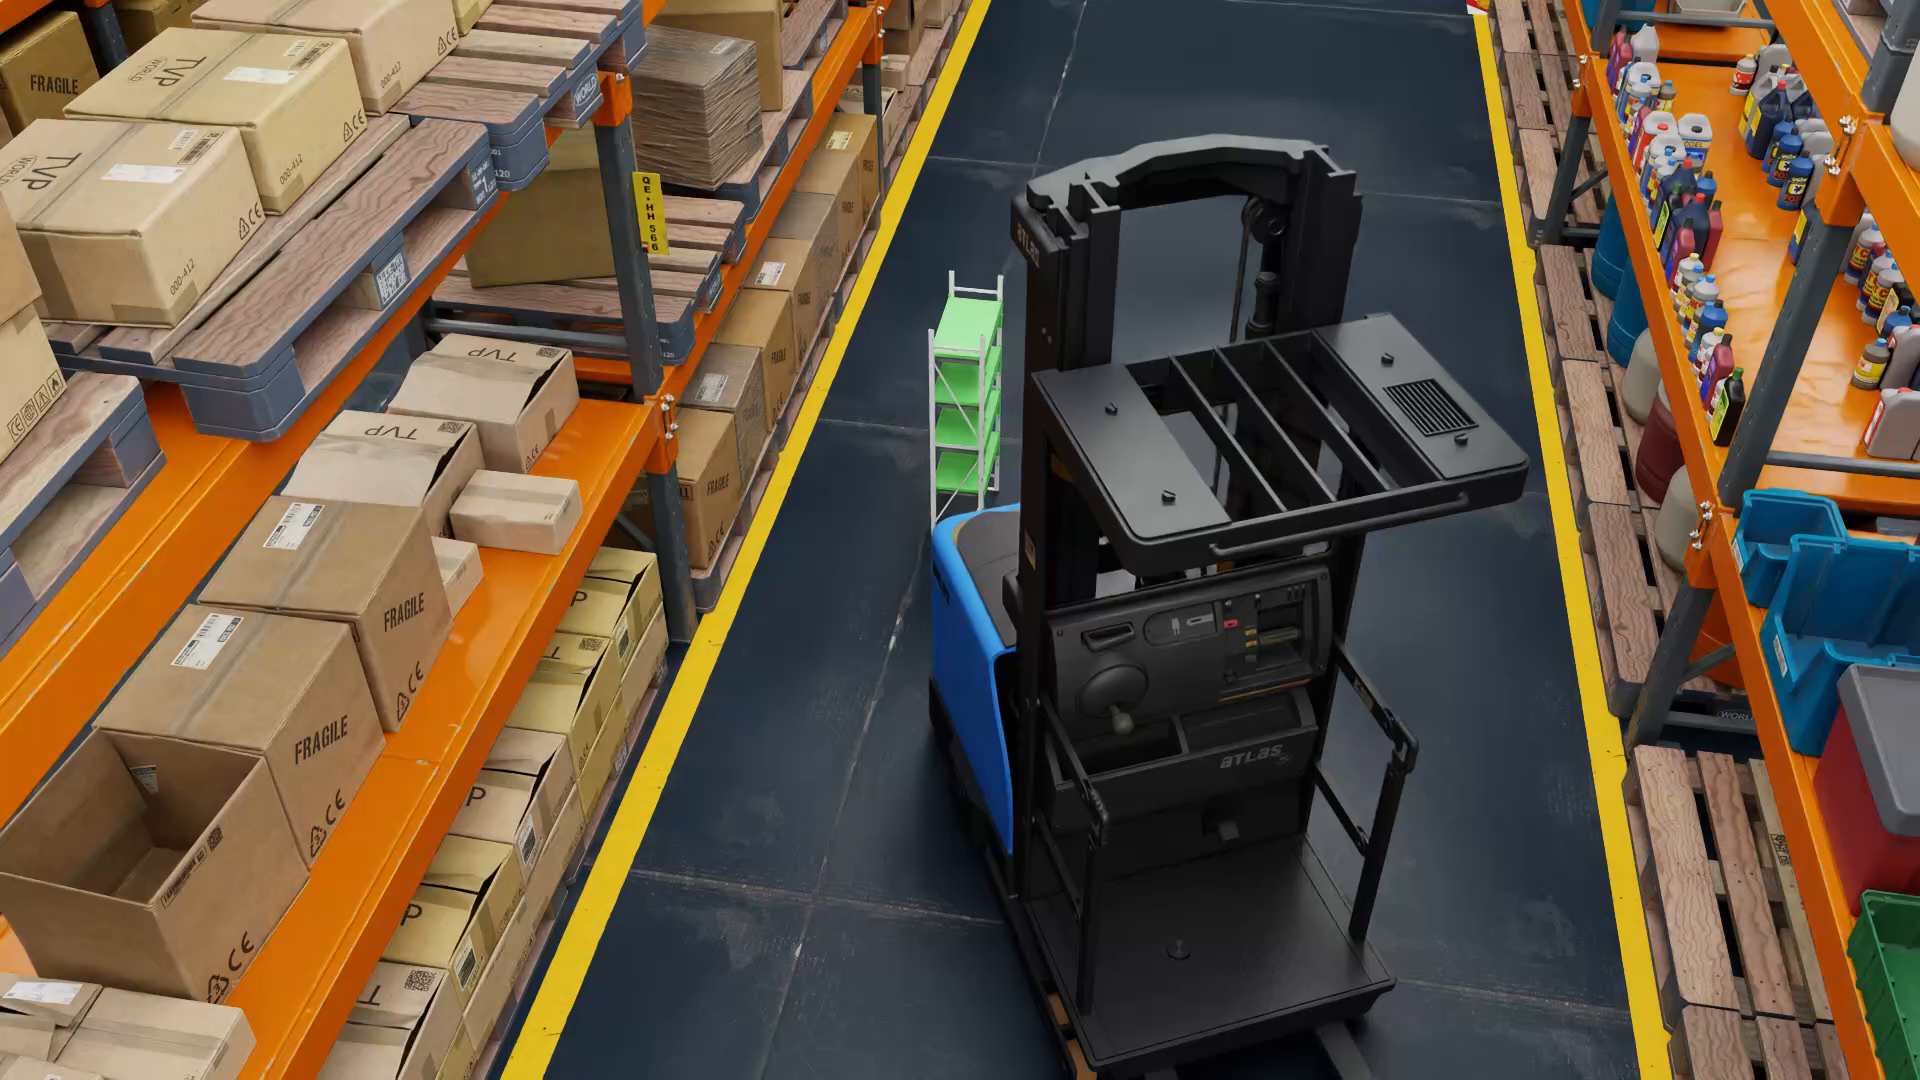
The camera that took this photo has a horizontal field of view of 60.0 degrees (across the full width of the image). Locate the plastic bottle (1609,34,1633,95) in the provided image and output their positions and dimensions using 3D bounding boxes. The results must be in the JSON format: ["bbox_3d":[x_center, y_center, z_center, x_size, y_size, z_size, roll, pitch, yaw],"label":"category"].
[{"bbox_3d":[3.400,-2.440,8.536,0.061,0.283,0.133,6,40,8],"label":"plastic bottle"}]

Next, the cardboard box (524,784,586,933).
[{"bbox_3d":[-1.690,1.104,5.986,0.500,0.250,0.500,7,40,9],"label":"cardboard box"}]

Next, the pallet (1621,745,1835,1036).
[{"bbox_3d":[3.042,1.315,6.091,1.003,0.211,1.213,6,40,8],"label":"pallet"}]

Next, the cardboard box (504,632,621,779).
[{"bbox_3d":[-1.595,0.574,6.186,0.500,0.311,0.500,6,40,7],"label":"cardboard box"}]

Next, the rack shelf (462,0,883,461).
[{"bbox_3d":[-1.318,-1.768,8.196,1.077,0.370,4.000,6,40,8],"label":"rack shelf"}]

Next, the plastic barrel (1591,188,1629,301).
[{"bbox_3d":[3.796,-1.766,8.945,0.600,0.901,0.708,6,40,8],"label":"plastic barrel"}]

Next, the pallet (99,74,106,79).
[{"bbox_3d":[-5.642,-3.238,11.598,1.003,0.211,1.213,6,40,8],"label":"pallet"}]

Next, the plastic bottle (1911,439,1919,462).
[{"bbox_3d":[3.607,-0.430,6.110,0.152,0.276,0.135,6,40,8],"label":"plastic bottle"}]

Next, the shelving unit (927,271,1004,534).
[{"bbox_3d":[0.029,-0.566,7.590,0.258,1.200,0.503,6,40,8],"label":"shelving unit"}]

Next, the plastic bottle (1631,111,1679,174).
[{"bbox_3d":[3.291,-1.875,7.857,0.152,0.276,0.135,6,40,8],"label":"plastic bottle"}]

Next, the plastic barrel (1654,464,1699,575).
[{"bbox_3d":[3.292,-0.118,7.258,0.421,0.512,0.421,0,40,0],"label":"plastic barrel"}]

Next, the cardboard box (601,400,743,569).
[{"bbox_3d":[-1.303,-0.250,7.412,0.500,0.500,0.500,8,40,10],"label":"cardboard box"}]

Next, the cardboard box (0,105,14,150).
[{"bbox_3d":[-5.986,-2.197,9.508,0.750,0.750,0.750,8,40,9],"label":"cardboard box"}]

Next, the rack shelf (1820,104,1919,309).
[{"bbox_3d":[2.868,0.135,3.540,1.077,0.370,4.000,6,40,8],"label":"rack shelf"}]

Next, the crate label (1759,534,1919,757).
[{"bbox_3d":[2.776,0.338,5.056,0.502,0.435,0.616,6,40,8],"label":"crate label"}]

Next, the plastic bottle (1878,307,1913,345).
[{"bbox_3d":[3.675,-0.795,6.555,0.097,0.271,0.097,0,40,0],"label":"plastic bottle"}]

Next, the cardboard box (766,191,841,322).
[{"bbox_3d":[-0.956,-1.541,8.974,0.500,0.500,0.500,7,40,8],"label":"cardboard box"}]

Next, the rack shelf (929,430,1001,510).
[{"bbox_3d":[0.029,-0.332,7.784,0.258,0.148,0.480,6,40,8],"label":"rack shelf"}]

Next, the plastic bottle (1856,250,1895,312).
[{"bbox_3d":[3.814,-1.078,6.897,0.097,0.271,0.097,0,40,0],"label":"plastic bottle"}]

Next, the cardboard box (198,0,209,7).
[{"bbox_3d":[-5.531,-3.816,11.740,0.700,0.500,0.500,6,40,7],"label":"cardboard box"}]

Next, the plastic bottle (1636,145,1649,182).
[{"bbox_3d":[3.244,-1.776,7.797,0.097,0.201,0.097,0,40,0],"label":"plastic bottle"}]

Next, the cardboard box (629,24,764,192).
[{"bbox_3d":[-1.319,-1.951,7.445,0.700,0.500,0.500,14,42,16],"label":"cardboard box"}]

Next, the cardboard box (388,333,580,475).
[{"bbox_3d":[-1.770,-0.532,6.207,0.500,0.311,0.500,9,40,10],"label":"cardboard box"}]

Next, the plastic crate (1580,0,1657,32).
[{"bbox_3d":[3.651,-3.100,9.207,0.392,0.384,0.575,6,40,8],"label":"plastic crate"}]

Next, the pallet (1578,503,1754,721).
[{"bbox_3d":[3.310,0.334,7.278,1.003,0.211,1.213,6,40,8],"label":"pallet"}]

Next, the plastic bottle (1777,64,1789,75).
[{"bbox_3d":[4.164,-2.317,8.451,0.097,0.201,0.097,0,40,0],"label":"plastic bottle"}]

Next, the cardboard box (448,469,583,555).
[{"bbox_3d":[-1.547,-0.098,5.809,0.380,0.149,0.250,6,40,8],"label":"cardboard box"}]

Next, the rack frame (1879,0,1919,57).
[{"bbox_3d":[3.214,-2.554,3.873,1.000,3.000,0.127,6,40,8],"label":"rack frame"}]

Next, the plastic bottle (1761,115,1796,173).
[{"bbox_3d":[3.880,-1.876,7.862,0.097,0.271,0.097,0,40,0],"label":"plastic bottle"}]

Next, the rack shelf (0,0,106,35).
[{"bbox_3d":[-6.197,-2.312,8.854,1.077,0.370,4.000,6,40,8],"label":"rack shelf"}]

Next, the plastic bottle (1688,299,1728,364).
[{"bbox_3d":[2.976,-0.830,6.598,0.097,0.271,0.097,0,40,0],"label":"plastic bottle"}]

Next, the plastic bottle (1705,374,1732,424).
[{"bbox_3d":[2.902,-0.536,6.297,0.097,0.201,0.097,0,40,0],"label":"plastic bottle"}]

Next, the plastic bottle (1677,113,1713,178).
[{"bbox_3d":[3.441,-1.858,7.837,0.152,0.276,0.135,6,40,8],"label":"plastic bottle"}]

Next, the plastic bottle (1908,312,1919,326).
[{"bbox_3d":[3.756,-0.802,6.554,0.061,0.283,0.133,6,40,8],"label":"plastic bottle"}]

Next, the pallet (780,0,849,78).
[{"bbox_3d":[-1.217,-2.737,8.954,1.003,0.211,1.213,6,40,8],"label":"pallet"}]

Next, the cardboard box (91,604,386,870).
[{"bbox_3d":[-2.029,0.557,4.741,0.500,0.500,0.500,6,40,8],"label":"cardboard box"}]

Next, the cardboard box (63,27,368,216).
[{"bbox_3d":[-1.870,-1.071,4.222,0.500,0.250,0.500,6,40,7],"label":"cardboard box"}]

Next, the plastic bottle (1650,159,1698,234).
[{"bbox_3d":[3.186,-1.536,7.389,0.144,0.351,0.185,6,40,8],"label":"plastic bottle"}]

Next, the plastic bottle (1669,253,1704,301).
[{"bbox_3d":[3.060,-1.109,6.990,0.097,0.201,0.097,0,40,0],"label":"plastic bottle"}]

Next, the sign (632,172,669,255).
[{"bbox_3d":[-1.116,-1.177,6.008,0.100,0.325,0.005,6,40,8],"label":"sign"}]

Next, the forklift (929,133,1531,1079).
[{"bbox_3d":[0.796,0.425,5.033,1.130,2.935,3.031,-11,41,-13],"label":"forklift"}]

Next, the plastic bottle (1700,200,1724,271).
[{"bbox_3d":[3.236,-1.315,7.175,0.061,0.283,0.133,6,40,8],"label":"plastic bottle"}]

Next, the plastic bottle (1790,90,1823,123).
[{"bbox_3d":[4.038,-2.004,7.955,0.144,0.351,0.185,6,40,8],"label":"plastic bottle"}]

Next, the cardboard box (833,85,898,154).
[{"bbox_3d":[-0.686,-2.673,10.491,0.500,0.311,0.500,6,40,8],"label":"cardboard box"}]

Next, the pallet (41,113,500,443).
[{"bbox_3d":[-1.884,-0.735,4.177,1.003,0.211,1.213,8,40,10],"label":"pallet"}]

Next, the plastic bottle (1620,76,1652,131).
[{"bbox_3d":[3.341,-2.154,8.200,0.097,0.271,0.097,0,40,0],"label":"plastic bottle"}]

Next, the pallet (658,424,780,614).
[{"bbox_3d":[-1.497,-0.180,7.899,1.003,0.211,1.213,6,40,8],"label":"pallet"}]

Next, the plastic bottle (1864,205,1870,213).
[{"bbox_3d":[3.879,-1.429,7.259,0.144,0.351,0.185,6,40,8],"label":"plastic bottle"}]
